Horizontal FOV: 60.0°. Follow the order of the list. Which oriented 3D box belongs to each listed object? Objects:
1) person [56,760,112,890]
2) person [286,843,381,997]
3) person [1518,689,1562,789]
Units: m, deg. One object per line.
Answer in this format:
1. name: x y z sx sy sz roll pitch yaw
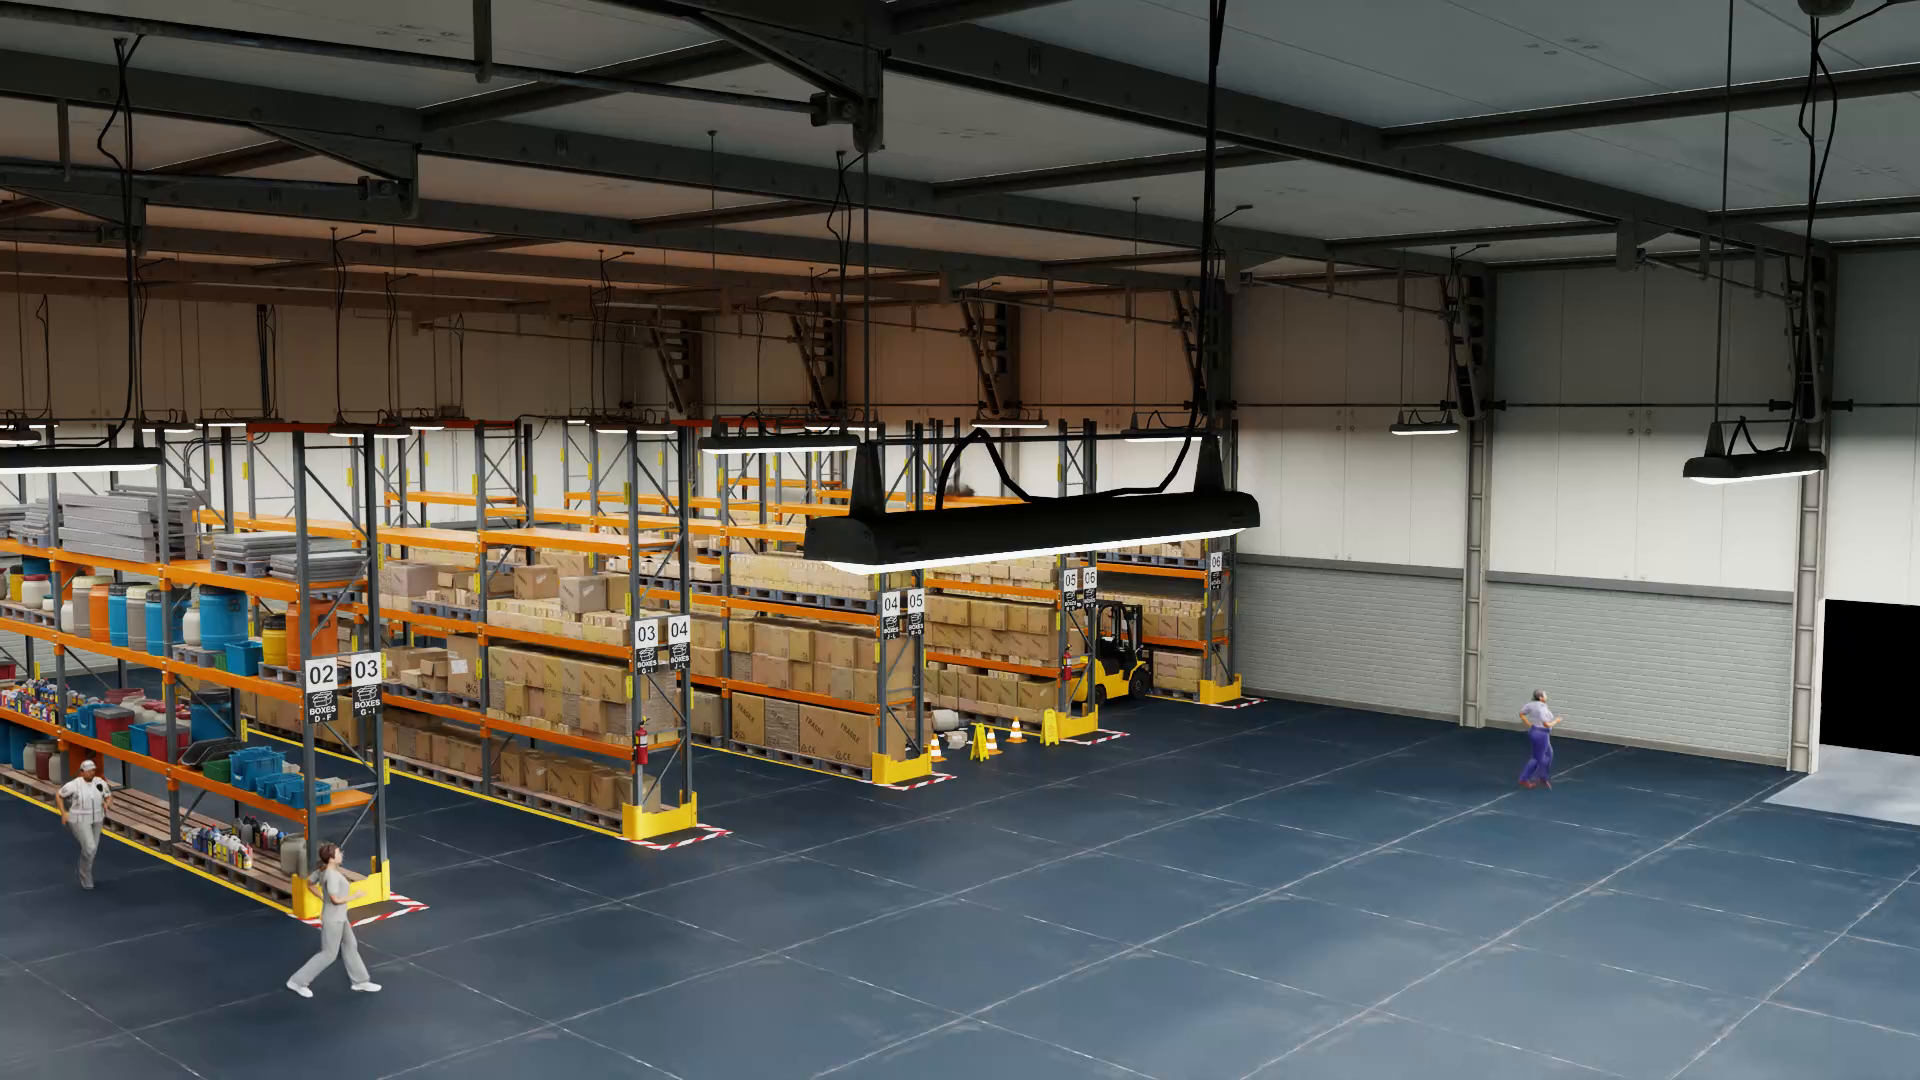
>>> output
1. person: -11.446 3.731 21.827 0.796 1.698 0.570 3 6 33
2. person: -6.643 4.036 17.605 0.955 1.672 0.569 -2 5 -27
3. person: 9.504 3.286 27.292 0.708 1.704 0.585 0 5 0
